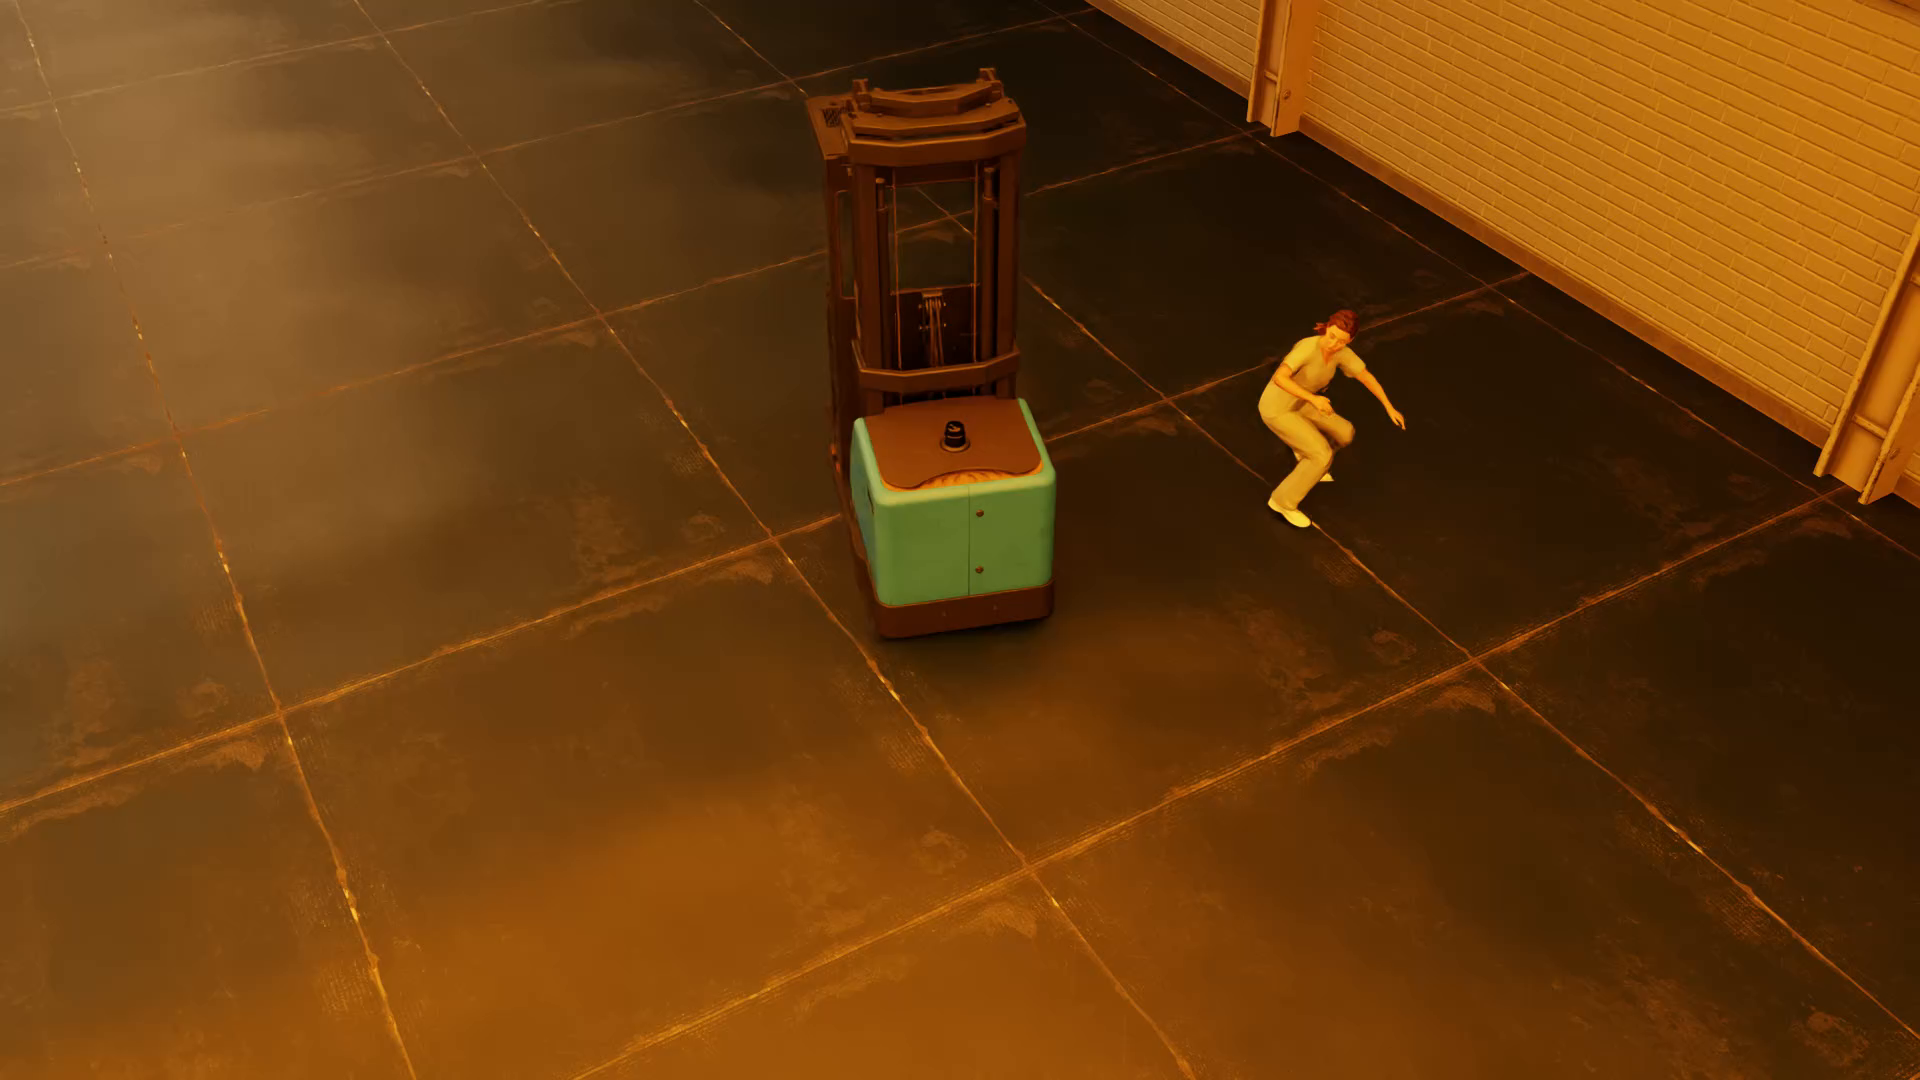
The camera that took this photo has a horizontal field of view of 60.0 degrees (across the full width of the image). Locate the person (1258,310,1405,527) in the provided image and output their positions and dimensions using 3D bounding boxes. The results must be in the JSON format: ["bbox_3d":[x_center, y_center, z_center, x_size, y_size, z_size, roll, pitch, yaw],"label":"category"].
[{"bbox_3d":[2.236,-0.754,10.169,0.805,1.416,0.727,28,47,29],"label":"person"}]

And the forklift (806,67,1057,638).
[{"bbox_3d":[-0.258,-1.511,9.858,1.130,2.935,3.031,-8,40,-9],"label":"forklift"}]
